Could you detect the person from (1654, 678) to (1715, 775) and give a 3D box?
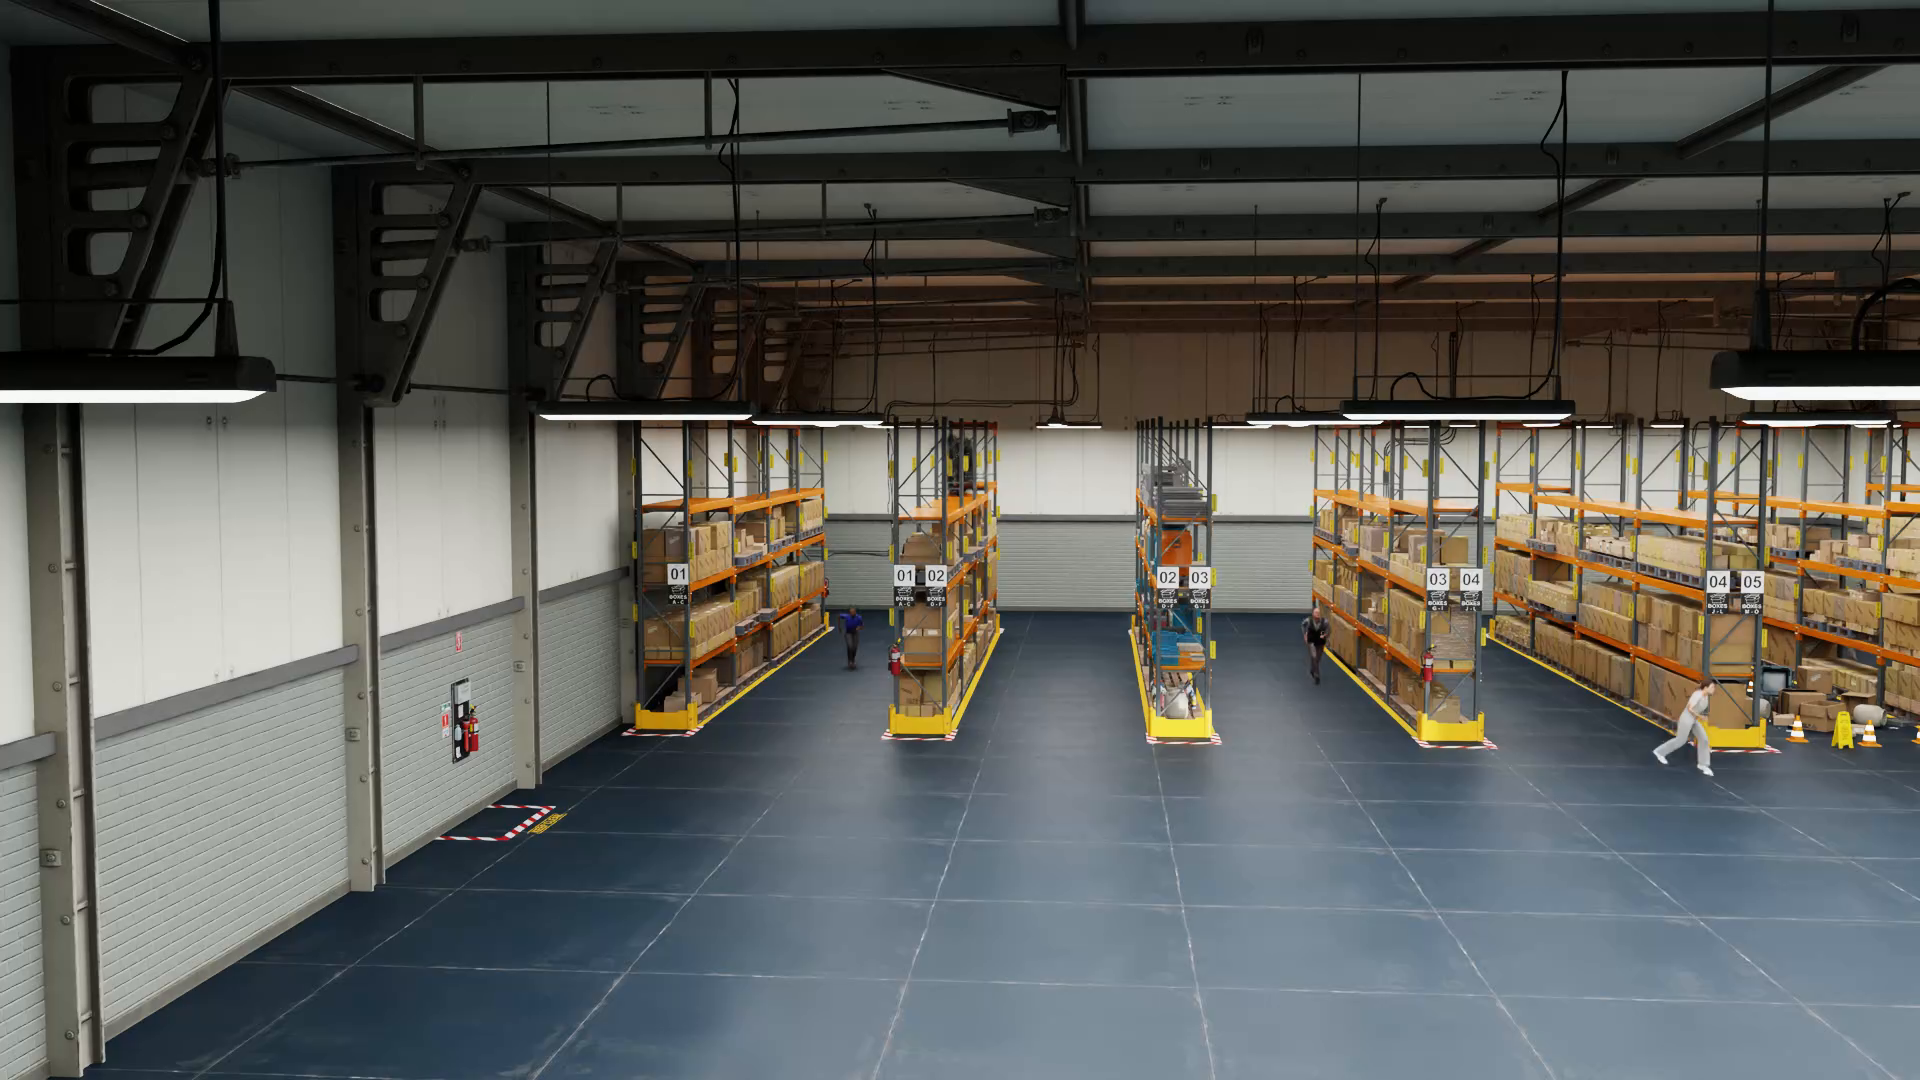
[{"bbox_3d":[12.243,3.111,28.070,1.005,1.625,0.601,3,5,39],"label":"person"}]

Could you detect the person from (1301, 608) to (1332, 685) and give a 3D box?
[{"bbox_3d":[8.132,2.400,38.004,0.661,1.724,1.085,0,4,0],"label":"person"}]

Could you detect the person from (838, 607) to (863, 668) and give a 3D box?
[{"bbox_3d":[-2.656,2.349,40.285,0.609,1.504,0.927,-1,4,-9],"label":"person"}]

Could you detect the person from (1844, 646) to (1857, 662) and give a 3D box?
[{"bbox_3d":[21.234,2.200,39.958,0.644,1.783,0.948,0,4,-1],"label":"person"}]
